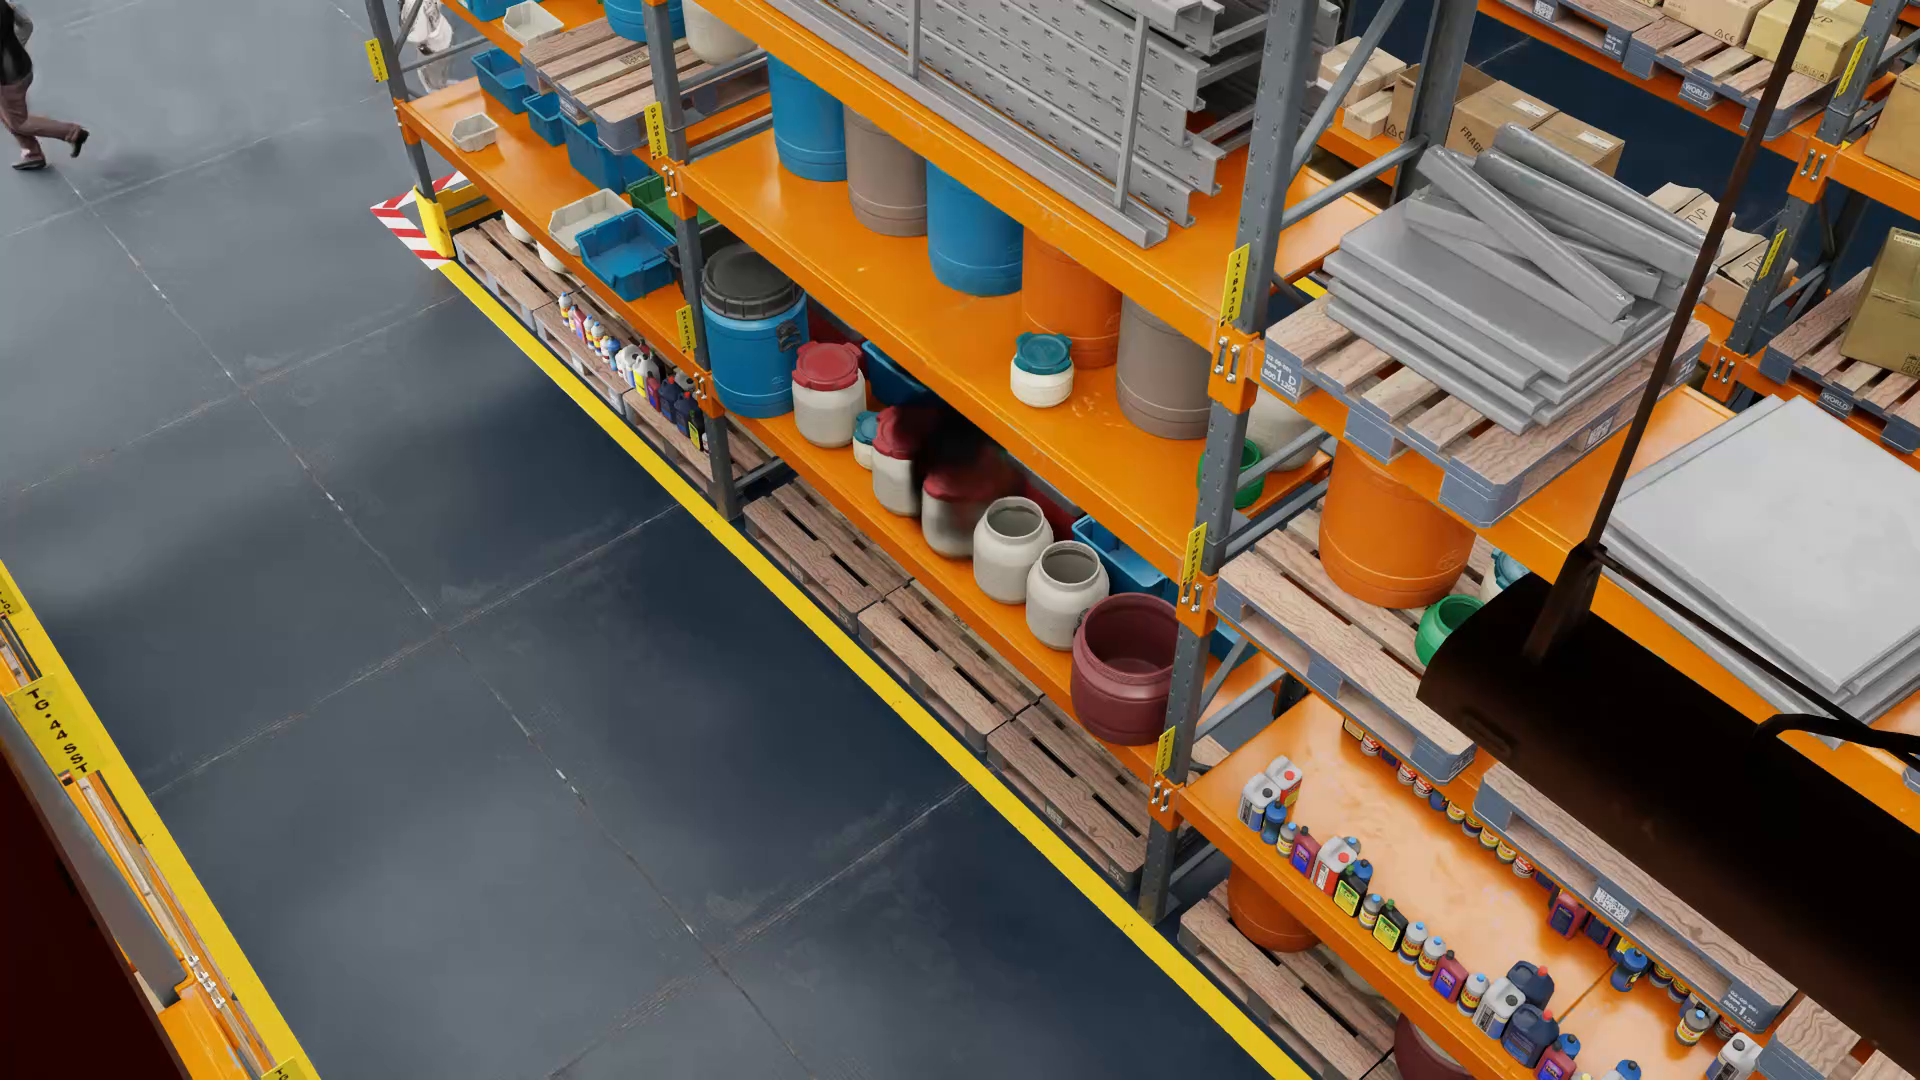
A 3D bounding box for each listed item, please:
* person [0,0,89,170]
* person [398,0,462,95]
[{"bbox_3d":[-7.582,-3.712,13.348,0.764,1.718,0.657,-1,47,-1],"label":"person"},{"bbox_3d":[-4.313,-4.090,13.749,0.751,1.672,0.661,2,47,2],"label":"person"}]
